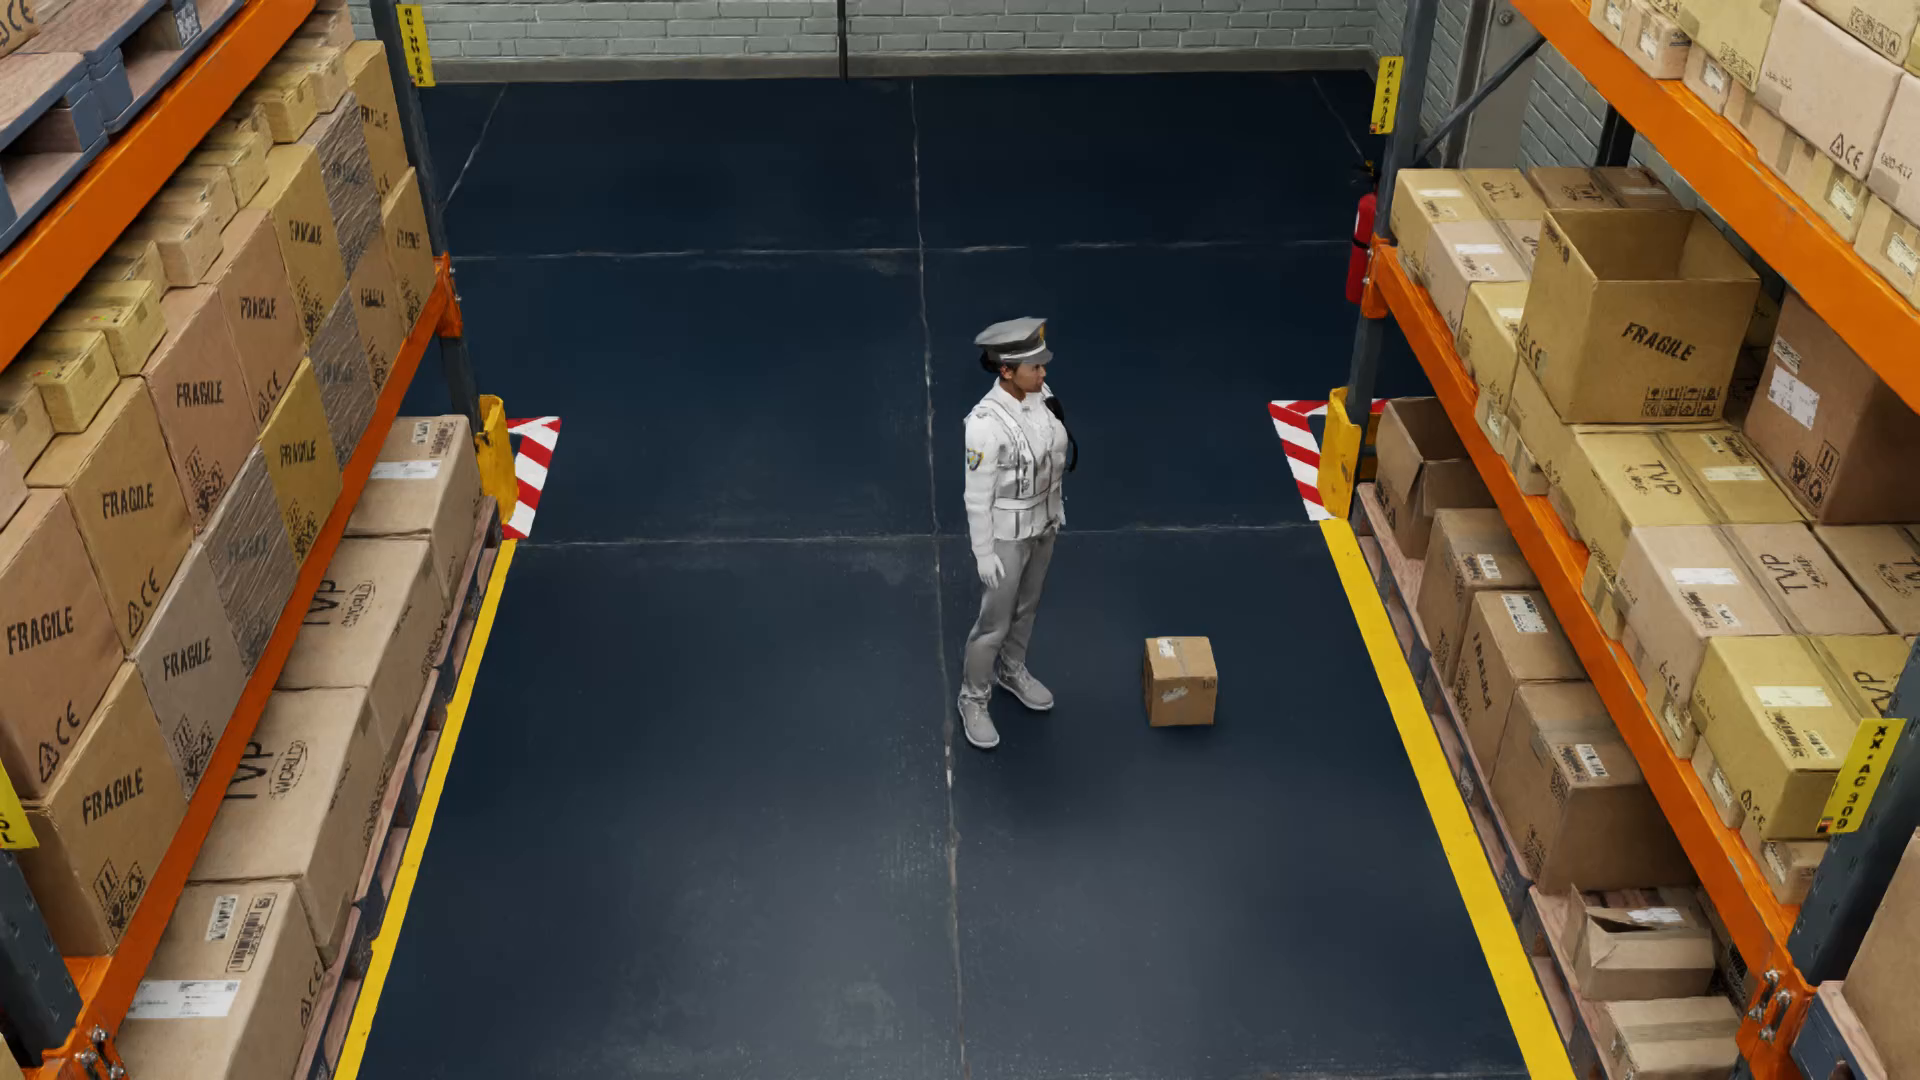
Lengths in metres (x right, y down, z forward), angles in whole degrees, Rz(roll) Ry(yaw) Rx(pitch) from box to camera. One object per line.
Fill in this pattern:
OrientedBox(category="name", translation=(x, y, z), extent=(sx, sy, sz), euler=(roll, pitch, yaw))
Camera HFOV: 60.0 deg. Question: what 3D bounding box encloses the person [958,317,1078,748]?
OrientedBox(category="person", translation=(0.199, -0.042, 6.173), extent=(0.346, 1.689, 0.616), euler=(21, 40, 26))
